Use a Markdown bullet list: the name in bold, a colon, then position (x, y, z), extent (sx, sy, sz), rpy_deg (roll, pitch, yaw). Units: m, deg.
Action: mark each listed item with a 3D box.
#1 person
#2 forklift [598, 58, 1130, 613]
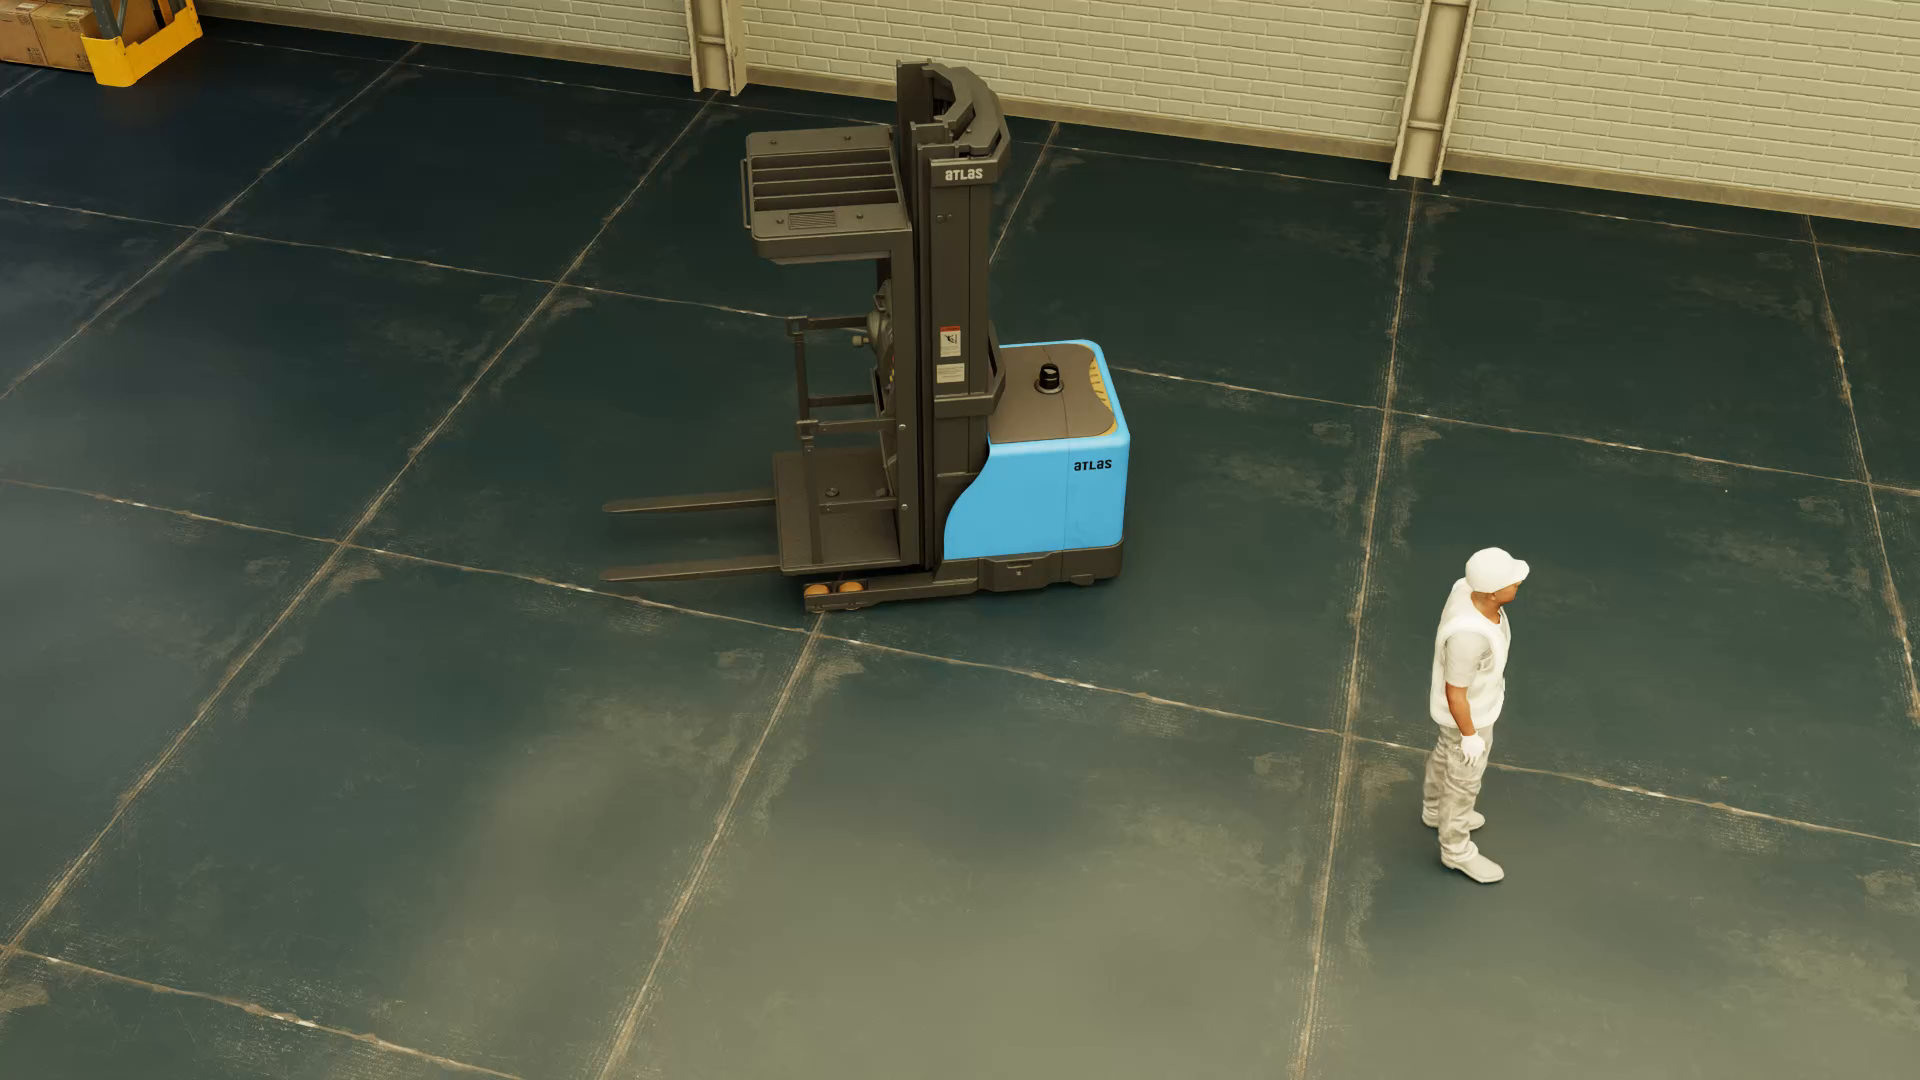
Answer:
- **person**: position (2.466, 0.781, 7.835), extent (0.577, 1.776, 0.656), rpy_deg (12, 43, 13)
- **forklift**: position (-0.604, -1.052, 9.062), extent (3.031, 2.935, 1.130), rpy_deg (-5, 41, -5)
